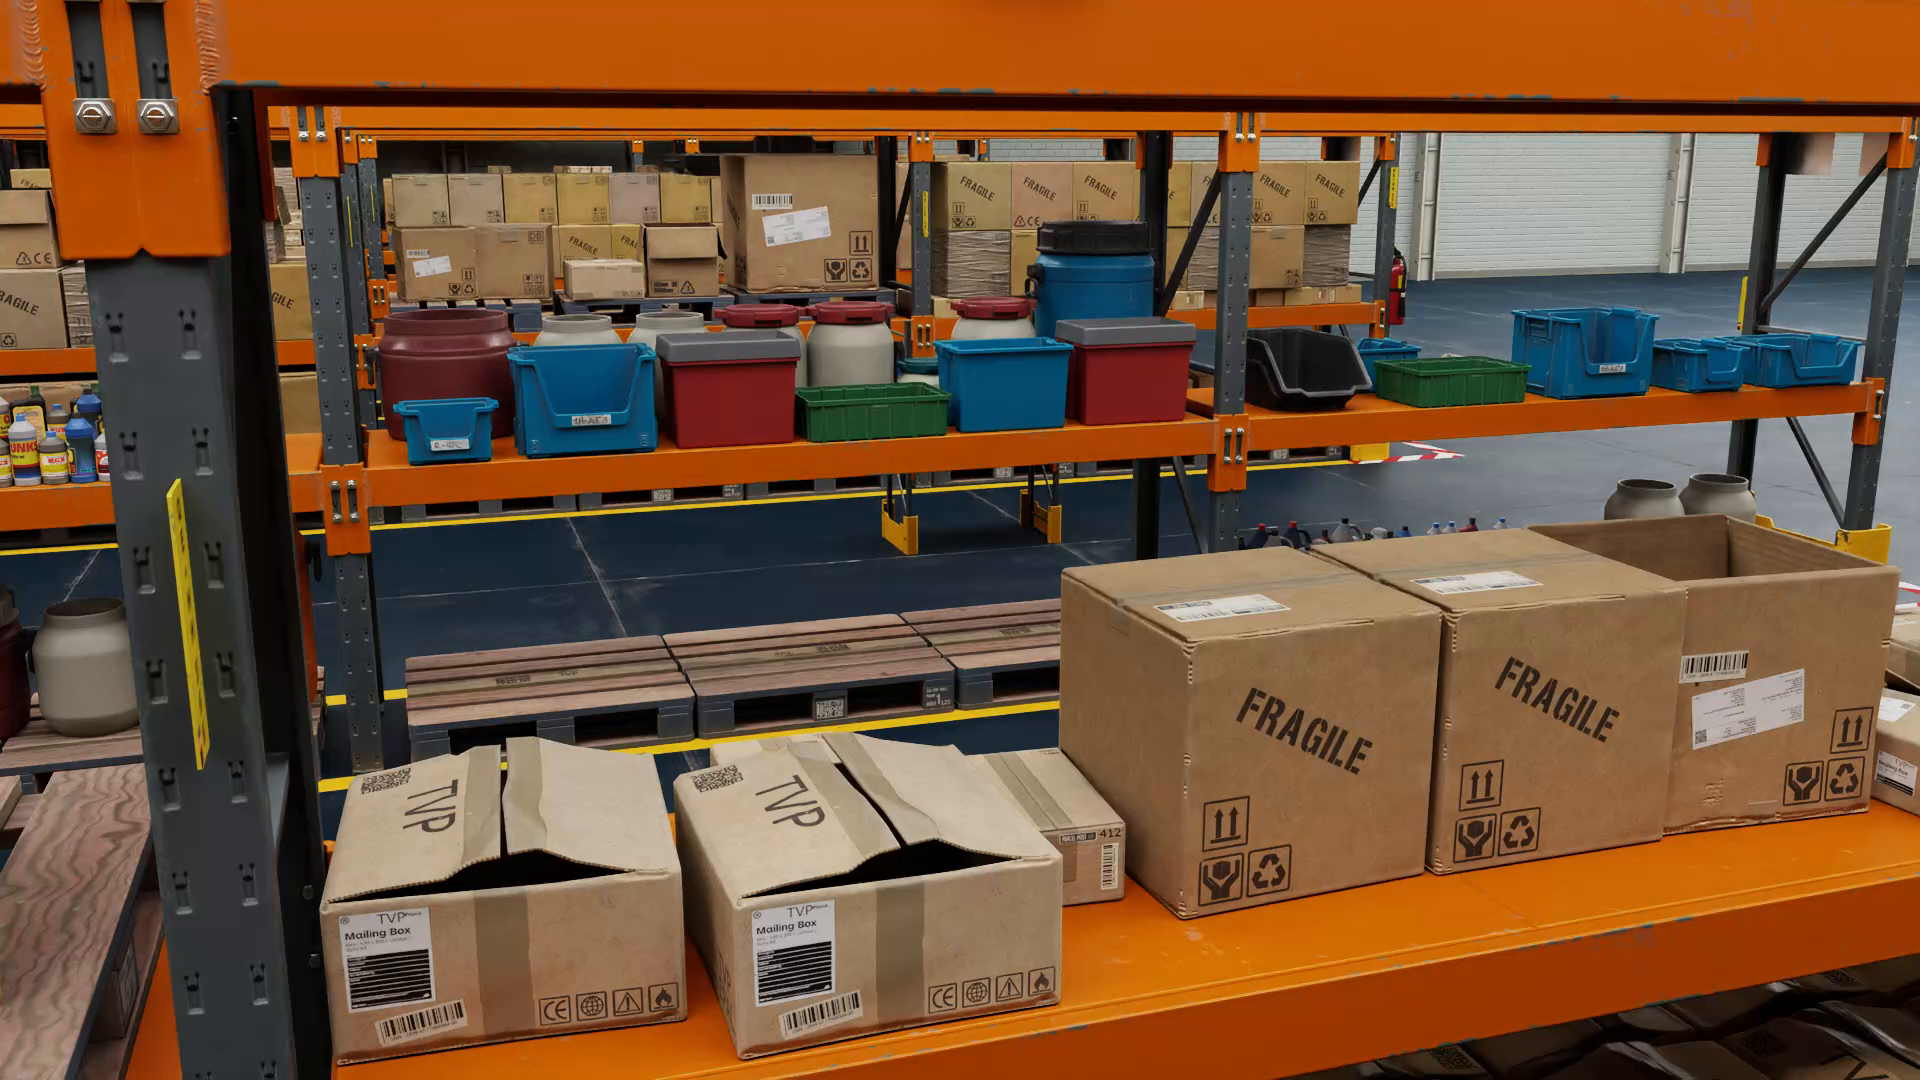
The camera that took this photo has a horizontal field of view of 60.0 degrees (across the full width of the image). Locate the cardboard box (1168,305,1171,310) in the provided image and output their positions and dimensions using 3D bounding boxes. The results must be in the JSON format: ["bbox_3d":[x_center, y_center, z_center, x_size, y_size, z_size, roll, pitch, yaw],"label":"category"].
[{"bbox_3d":[1.503,-1.934,13.334,0.250,0.149,0.380,-4,14,-18],"label":"cardboard box"}]

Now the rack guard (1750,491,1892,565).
[{"bbox_3d":[4.877,0.059,9.815,0.348,0.500,1.175,-4,14,-18],"label":"rack guard"}]

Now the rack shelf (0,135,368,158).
[{"bbox_3d":[-7.609,-3.726,15.398,4.000,0.370,1.077,-4,14,-18],"label":"rack shelf"}]

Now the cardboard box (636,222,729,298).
[{"bbox_3d":[-2.050,-2.071,12.235,0.637,0.503,0.797,-3,14,-12],"label":"cardboard box"}]

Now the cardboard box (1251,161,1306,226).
[{"bbox_3d":[2.440,-2.806,13.439,0.500,0.500,0.500,-4,14,-18],"label":"cardboard box"}]

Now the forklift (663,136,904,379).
[{"bbox_3d":[-2.065,-2.389,14.852,3.031,2.935,1.130,-4,14,-18],"label":"forklift"}]

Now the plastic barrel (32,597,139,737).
[{"bbox_3d":[-3.613,0.524,6.925,0.421,0.512,0.421,0,13,0],"label":"plastic barrel"}]

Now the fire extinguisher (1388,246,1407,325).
[{"bbox_3d":[3.610,-2.129,13.779,0.183,0.674,0.296,-4,14,-18],"label":"fire extinguisher"}]

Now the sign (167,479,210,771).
[{"bbox_3d":[-0.890,0.097,1.920,0.005,0.325,0.100,-4,14,-18],"label":"sign"}]

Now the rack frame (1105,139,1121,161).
[{"bbox_3d":[1.868,-3.355,18.765,0.127,3.000,1.000,-4,14,-18],"label":"rack frame"}]

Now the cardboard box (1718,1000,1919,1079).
[{"bbox_3d":[1.936,1.202,3.431,0.500,0.311,0.500,-4,14,-16],"label":"cardboard box"}]

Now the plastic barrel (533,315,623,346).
[{"bbox_3d":[-1.741,-0.760,7.614,0.421,0.512,0.421,0,13,0],"label":"plastic barrel"}]

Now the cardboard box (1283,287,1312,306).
[{"bbox_3d":[2.693,-2.023,13.708,0.250,0.149,0.380,-4,14,-18],"label":"cardboard box"}]

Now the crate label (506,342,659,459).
[{"bbox_3d":[-1.620,-0.614,7.166,0.616,0.435,0.502,-4,14,-18],"label":"crate label"}]

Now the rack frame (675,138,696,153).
[{"bbox_3d":[-3.597,-4.138,22.056,0.127,3.000,1.000,-4,14,-18],"label":"rack frame"}]

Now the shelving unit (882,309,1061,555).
[{"bbox_3d":[0.072,-0.735,10.993,1.083,1.500,0.587,-4,14,-18],"label":"shelving unit"}]

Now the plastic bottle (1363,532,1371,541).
[{"bbox_3d":[2.207,0.101,9.154,0.133,0.283,0.061,-4,14,-18],"label":"plastic bottle"}]

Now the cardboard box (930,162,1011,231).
[{"bbox_3d":[0.071,-2.622,12.662,0.500,0.500,0.500,-4,14,-18],"label":"cardboard box"}]

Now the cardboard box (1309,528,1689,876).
[{"bbox_3d":[1.012,0.289,3.230,0.500,0.500,0.500,-4,14,-18],"label":"cardboard box"}]

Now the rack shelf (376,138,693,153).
[{"bbox_3d":[-5.493,-5.099,21.172,4.000,0.370,1.077,-4,14,-18],"label":"rack shelf"}]

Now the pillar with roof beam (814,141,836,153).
[{"bbox_3d":[-0.967,-7.642,23.824,0.400,9.000,9.100,-4,14,-18],"label":"pillar with roof beam"}]

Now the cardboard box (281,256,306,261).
[{"bbox_3d":[-4.775,-1.742,11.766,0.500,0.500,0.500,-4,14,-16],"label":"cardboard box"}]

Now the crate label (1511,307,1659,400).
[{"bbox_3d":[3.276,-0.995,8.768,0.616,0.435,0.502,-4,14,-18],"label":"crate label"}]

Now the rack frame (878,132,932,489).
[{"bbox_3d":[-0.437,-1.964,12.919,0.127,3.000,1.000,-4,14,-18],"label":"rack frame"}]

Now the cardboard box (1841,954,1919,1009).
[{"bbox_3d":[2.248,1.045,4.090,0.500,0.311,0.500,-4,14,-18],"label":"cardboard box"}]

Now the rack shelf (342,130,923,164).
[{"bbox_3d":[-2.332,-2.926,12.034,4.000,0.370,1.077,-4,14,-18],"label":"rack shelf"}]

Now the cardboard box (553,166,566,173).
[{"bbox_3d":[-5.152,-4.791,21.635,0.250,0.149,0.380,-4,14,-15],"label":"cardboard box"}]

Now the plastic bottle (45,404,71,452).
[{"bbox_3d":[-3.845,-0.479,7.102,0.097,0.201,0.097,0,13,0],"label":"plastic bottle"}]

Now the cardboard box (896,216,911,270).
[{"bbox_3d":[-0.513,-3.222,17.882,0.550,0.550,0.875,-4,14,-18],"label":"cardboard box"}]

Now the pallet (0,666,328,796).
[{"bbox_3d":[-3.382,0.841,7.150,1.213,0.211,1.003,-4,14,-18],"label":"pallet"}]

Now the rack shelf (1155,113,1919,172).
[{"bbox_3d":[3.039,-2.135,8.709,4.000,0.370,1.077,-4,14,-18],"label":"rack shelf"}]

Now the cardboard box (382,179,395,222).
[{"bbox_3d":[-6.888,-4.223,20.647,0.500,0.500,0.500,-5,14,-20],"label":"cardboard box"}]

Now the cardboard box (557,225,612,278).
[{"bbox_3d":[-3.770,-2.898,16.630,0.500,0.500,0.500,-5,14,-19],"label":"cardboard box"}]

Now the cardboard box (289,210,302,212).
[{"bbox_3d":[-6.467,-3.124,16.143,0.250,0.149,0.380,-5,14,-20],"label":"cardboard box"}]

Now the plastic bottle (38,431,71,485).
[{"bbox_3d":[-3.506,-0.320,6.434,0.097,0.201,0.097,0,13,0],"label":"plastic bottle"}]

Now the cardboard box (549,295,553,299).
[{"bbox_3d":[-6.413,-4.179,26.452,0.625,0.625,0.875,-5,14,-19],"label":"cardboard box"}]

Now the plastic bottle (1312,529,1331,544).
[{"bbox_3d":[1.985,0.083,9.229,0.133,0.283,0.061,-3,14,-14],"label":"plastic bottle"}]

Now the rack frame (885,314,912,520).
[{"bbox_3d":[-0.401,-0.698,10.838,0.032,1.500,0.500,-4,14,-18],"label":"rack frame"}]

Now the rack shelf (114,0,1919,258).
[{"bbox_3d":[0.824,-0.753,2.899,4.000,0.370,1.077,-4,14,-18],"label":"rack shelf"}]

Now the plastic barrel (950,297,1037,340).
[{"bbox_3d":[0.166,-0.922,8.241,0.433,0.535,0.433,0,13,0],"label":"plastic barrel"}]

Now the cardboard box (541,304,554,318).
[{"bbox_3d":[-4.280,-1.965,16.874,0.750,0.750,1.050,-4,14,-17],"label":"cardboard box"}]

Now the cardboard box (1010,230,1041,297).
[{"bbox_3d":[0.495,-2.206,13.078,0.500,0.500,0.875,-4,14,-18],"label":"cardboard box"}]

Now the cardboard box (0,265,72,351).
[{"bbox_3d":[-6.064,-1.515,10.814,0.500,0.500,0.500,-4,14,-17],"label":"cardboard box"}]

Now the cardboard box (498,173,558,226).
[{"bbox_3d":[-4.321,-3.406,16.605,0.500,0.500,0.700,-5,14,-19],"label":"cardboard box"}]

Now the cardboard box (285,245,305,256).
[{"bbox_3d":[-6.271,-2.691,15.611,0.250,0.149,0.380,-4,14,-18],"label":"cardboard box"}]

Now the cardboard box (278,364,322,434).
[{"bbox_3d":[-4.888,-0.793,11.680,0.875,0.875,1.225,-5,14,-21],"label":"cardboard box"}]

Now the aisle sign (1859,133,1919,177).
[{"bbox_3d":[5.097,-2.378,9.041,0.004,0.787,0.394,-4,14,-18],"label":"aisle sign"}]

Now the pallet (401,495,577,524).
[{"bbox_3d":[-3.487,-0.370,12.241,1.213,0.211,1.003,-4,14,-18],"label":"pallet"}]

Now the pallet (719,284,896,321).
[{"bbox_3d":[-1.207,-1.846,12.838,1.213,0.211,1.003,-4,14,-18],"label":"pallet"}]

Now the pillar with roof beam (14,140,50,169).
[{"bbox_3d":[-12.340,-6.756,20.101,0.400,9.000,9.100,-4,14,-18],"label":"pillar with roof beam"}]

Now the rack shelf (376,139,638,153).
[{"bbox_3d":[-7.079,-6.188,25.747,4.000,0.370,1.077,-4,14,-18],"label":"rack shelf"}]

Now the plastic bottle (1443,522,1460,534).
[{"bbox_3d":[2.792,0.031,9.476,0.097,0.271,0.097,0,13,0],"label":"plastic bottle"}]
